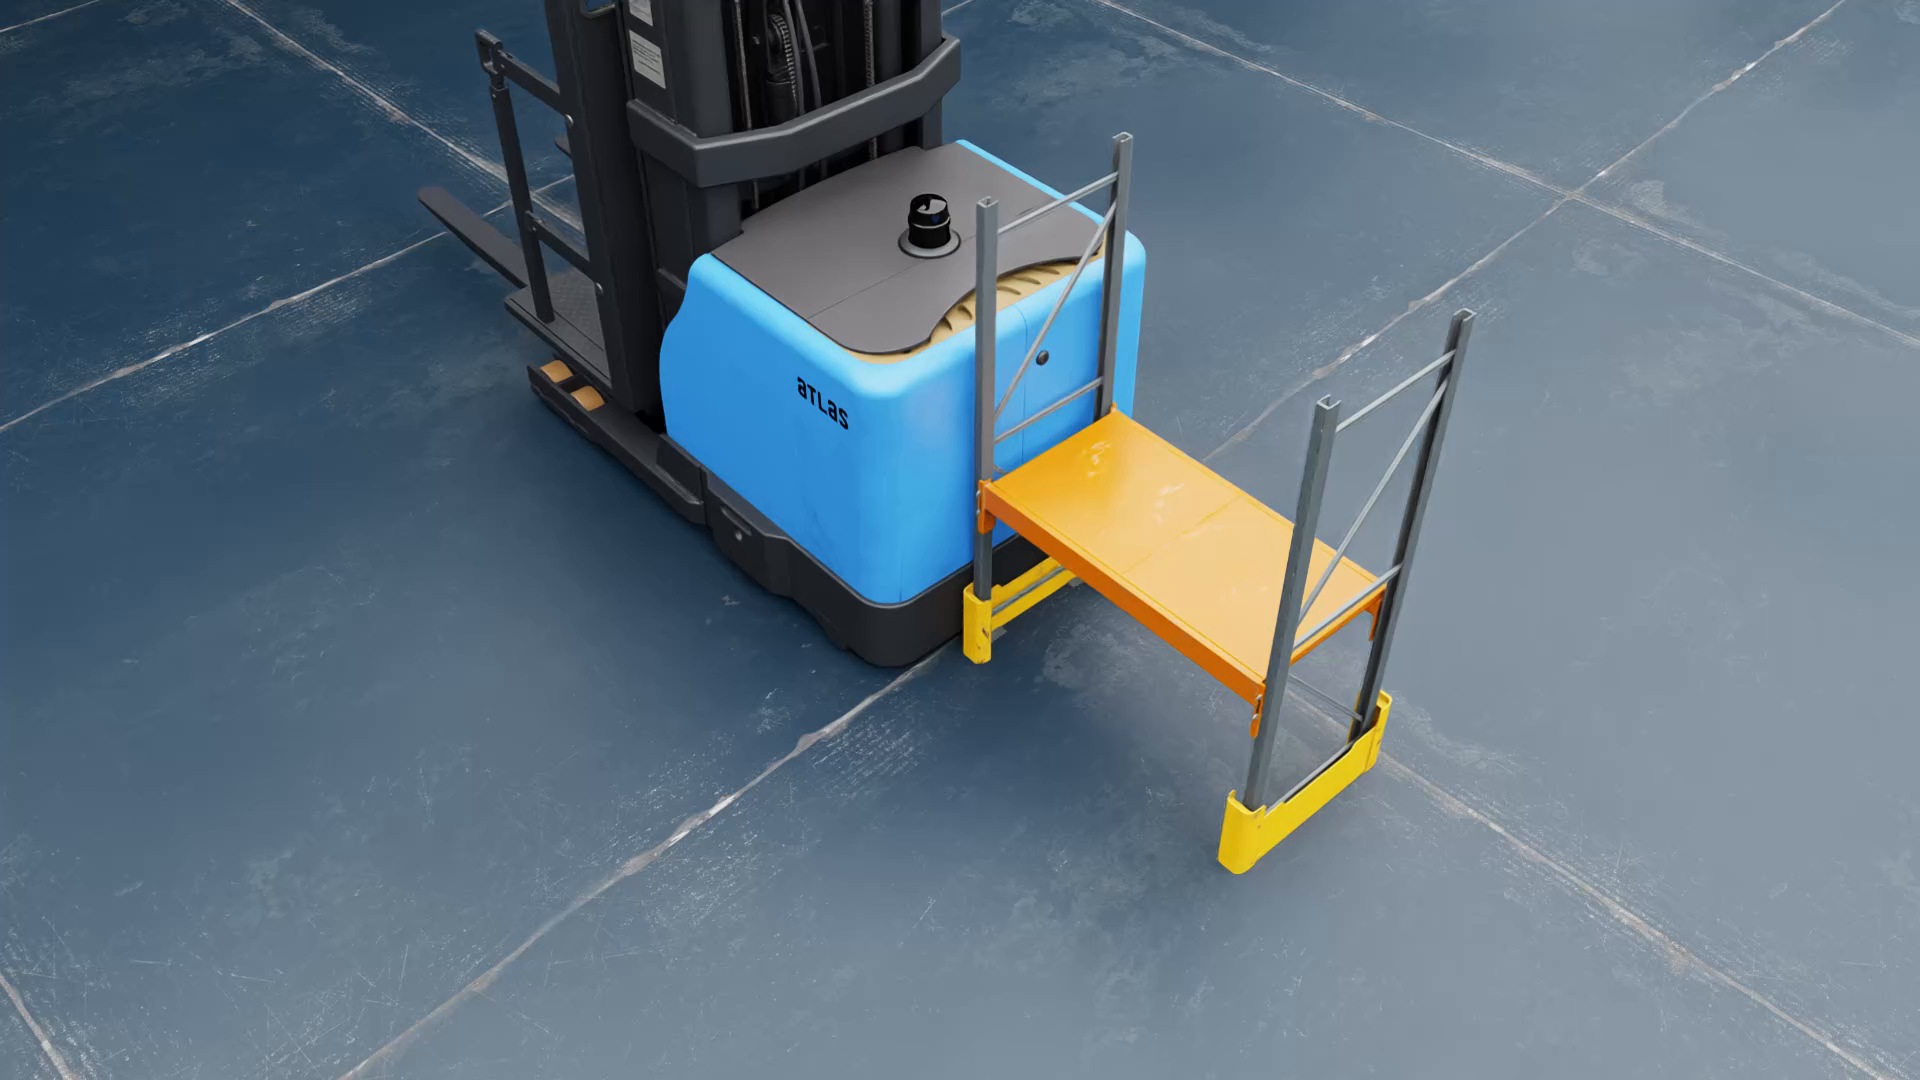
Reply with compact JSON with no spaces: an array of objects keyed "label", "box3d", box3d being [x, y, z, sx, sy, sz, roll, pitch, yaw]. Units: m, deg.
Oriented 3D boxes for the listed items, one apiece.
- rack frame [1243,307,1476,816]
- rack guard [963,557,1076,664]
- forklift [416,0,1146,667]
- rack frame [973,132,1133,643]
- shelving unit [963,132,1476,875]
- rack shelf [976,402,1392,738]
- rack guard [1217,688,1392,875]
[{"label":"rack frame","box3d":[0.911,0.170,3.961,0.500,1.500,0.032,-31,51,-29]},{"label":"rack guard","box3d":[0.247,0.124,4.932,0.587,0.250,0.087,-31,51,-29]},{"label":"forklift","box3d":[-0.826,-1.634,4.859,1.130,2.935,3.031,-31,51,-29]},{"label":"rack frame","box3d":[0.234,-0.345,4.518,0.500,1.500,0.032,-31,51,-29]},{"label":"shelving unit","box3d":[0.579,-0.083,4.235,0.587,1.500,1.083,-31,51,-29]},{"label":"rack shelf","box3d":[0.573,0.044,4.362,0.538,0.185,1.000,-31,51,-29]},{"label":"rack guard","box3d":[0.911,0.628,4.386,0.587,0.250,0.087,-31,51,-29]}]
